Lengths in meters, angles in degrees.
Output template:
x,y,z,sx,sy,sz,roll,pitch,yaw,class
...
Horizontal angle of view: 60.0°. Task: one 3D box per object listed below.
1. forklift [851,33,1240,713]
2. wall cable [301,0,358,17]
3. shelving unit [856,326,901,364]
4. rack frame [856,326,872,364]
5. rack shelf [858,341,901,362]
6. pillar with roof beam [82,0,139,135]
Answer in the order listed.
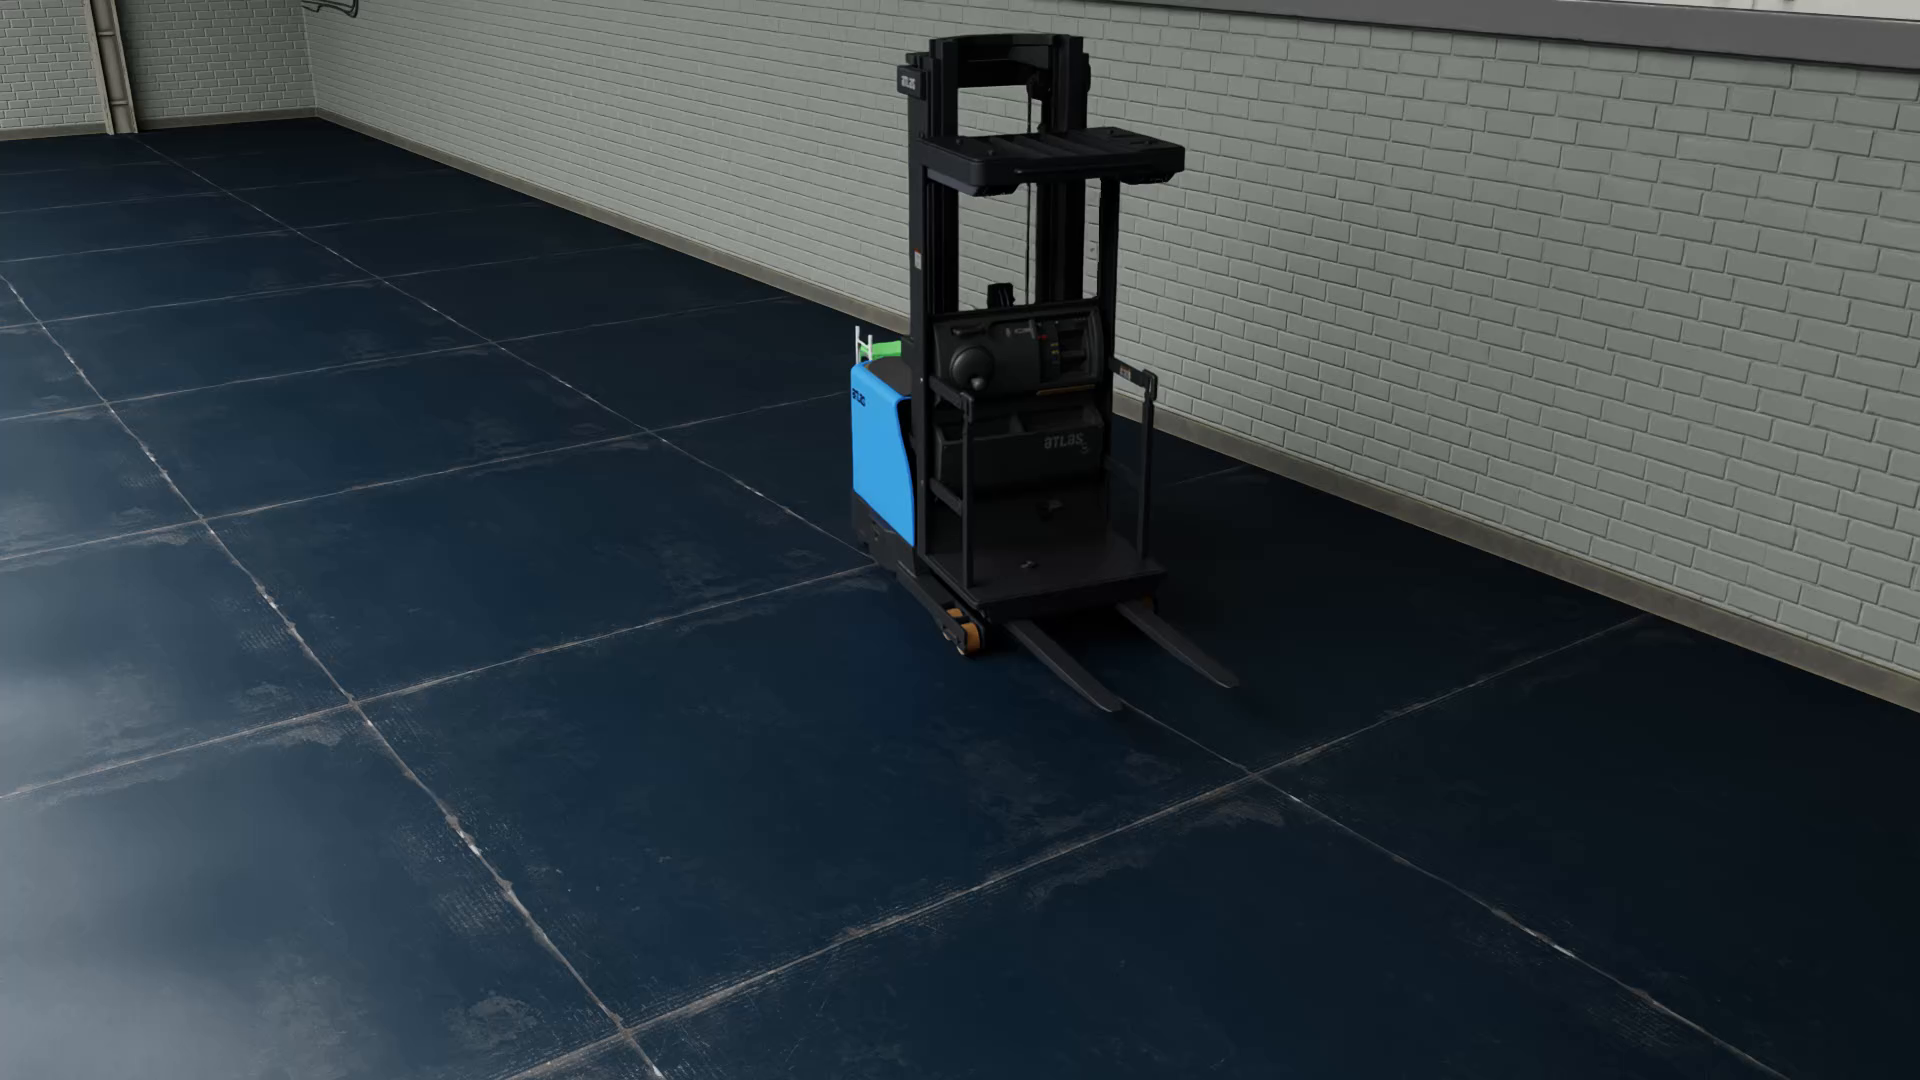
x,y,z,sx,sy,sz,roll,pitch,yaw,class
0.392,-0.955,8.334,1.130,2.935,3.031,-9,23,-21,forklift
-9.750,-9.260,25.150,0.112,2.526,3.097,-15,26,-33,wall cable
-0.339,-0.704,10.041,0.503,1.200,0.258,-9,23,-22,shelving unit
-0.563,-0.668,9.952,0.015,1.200,0.240,-9,23,-22,rack frame
-0.339,-1.090,9.887,0.480,0.148,0.258,-9,23,-22,rack shelf
-10.399,-9.167,20.728,0.400,9.000,9.100,-15,26,-33,pillar with roof beam
